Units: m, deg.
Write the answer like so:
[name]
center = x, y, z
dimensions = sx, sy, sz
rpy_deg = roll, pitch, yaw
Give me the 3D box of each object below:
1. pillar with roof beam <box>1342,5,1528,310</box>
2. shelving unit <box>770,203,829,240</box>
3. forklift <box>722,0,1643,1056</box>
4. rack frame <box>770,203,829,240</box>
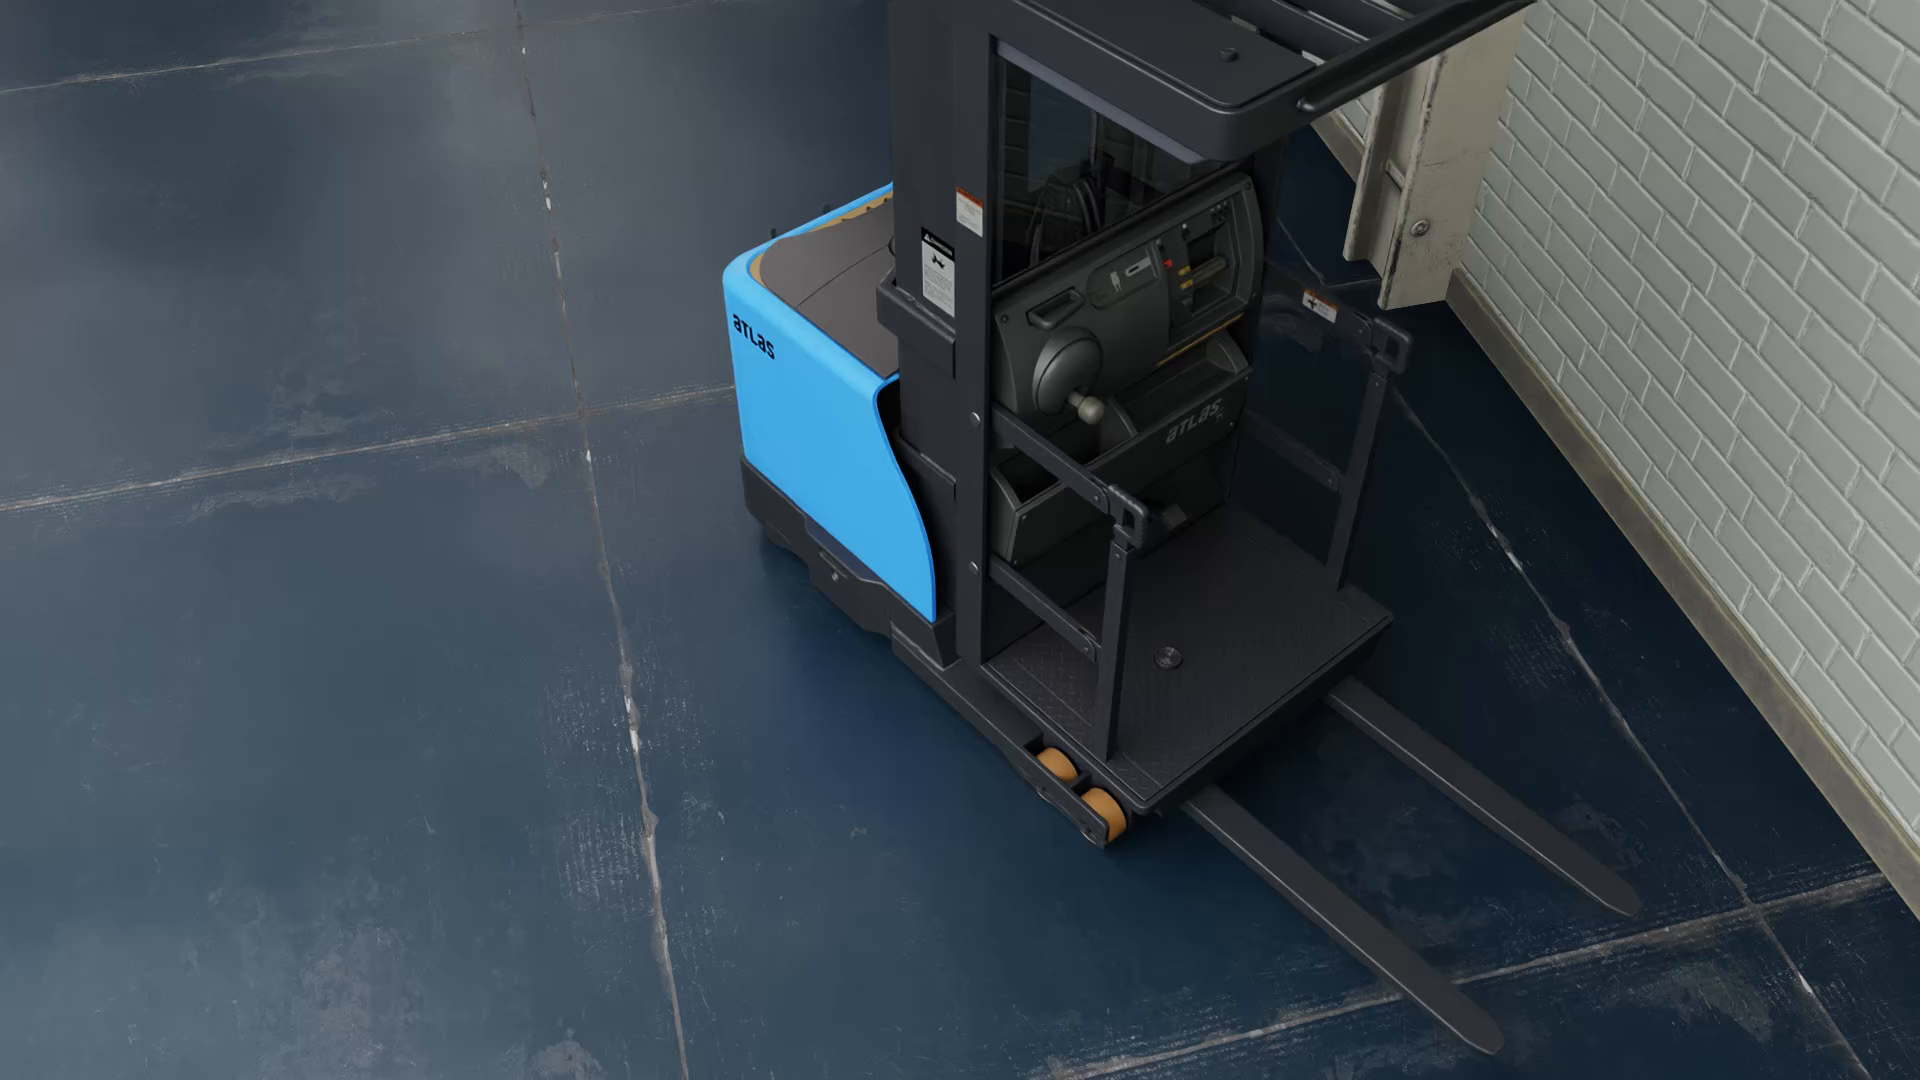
[pillar with roof beam]
center = -2.373, -3.446, 2.827
dimensions = 9.100, 9.000, 0.400
rpy_deg = -11, 47, -10
[shelving unit]
center = -0.470, -0.710, 5.816
dimensions = 0.258, 0.900, 0.210
rpy_deg = -32, 53, -27
[forklift]
center = 0.599, -0.549, 4.236
dimensions = 1.130, 2.935, 3.031
rpy_deg = -32, 53, -27
[rack frame]
center = -0.536, -0.765, 5.870
dimensions = 0.240, 0.900, 0.006
rpy_deg = -32, 53, -27
